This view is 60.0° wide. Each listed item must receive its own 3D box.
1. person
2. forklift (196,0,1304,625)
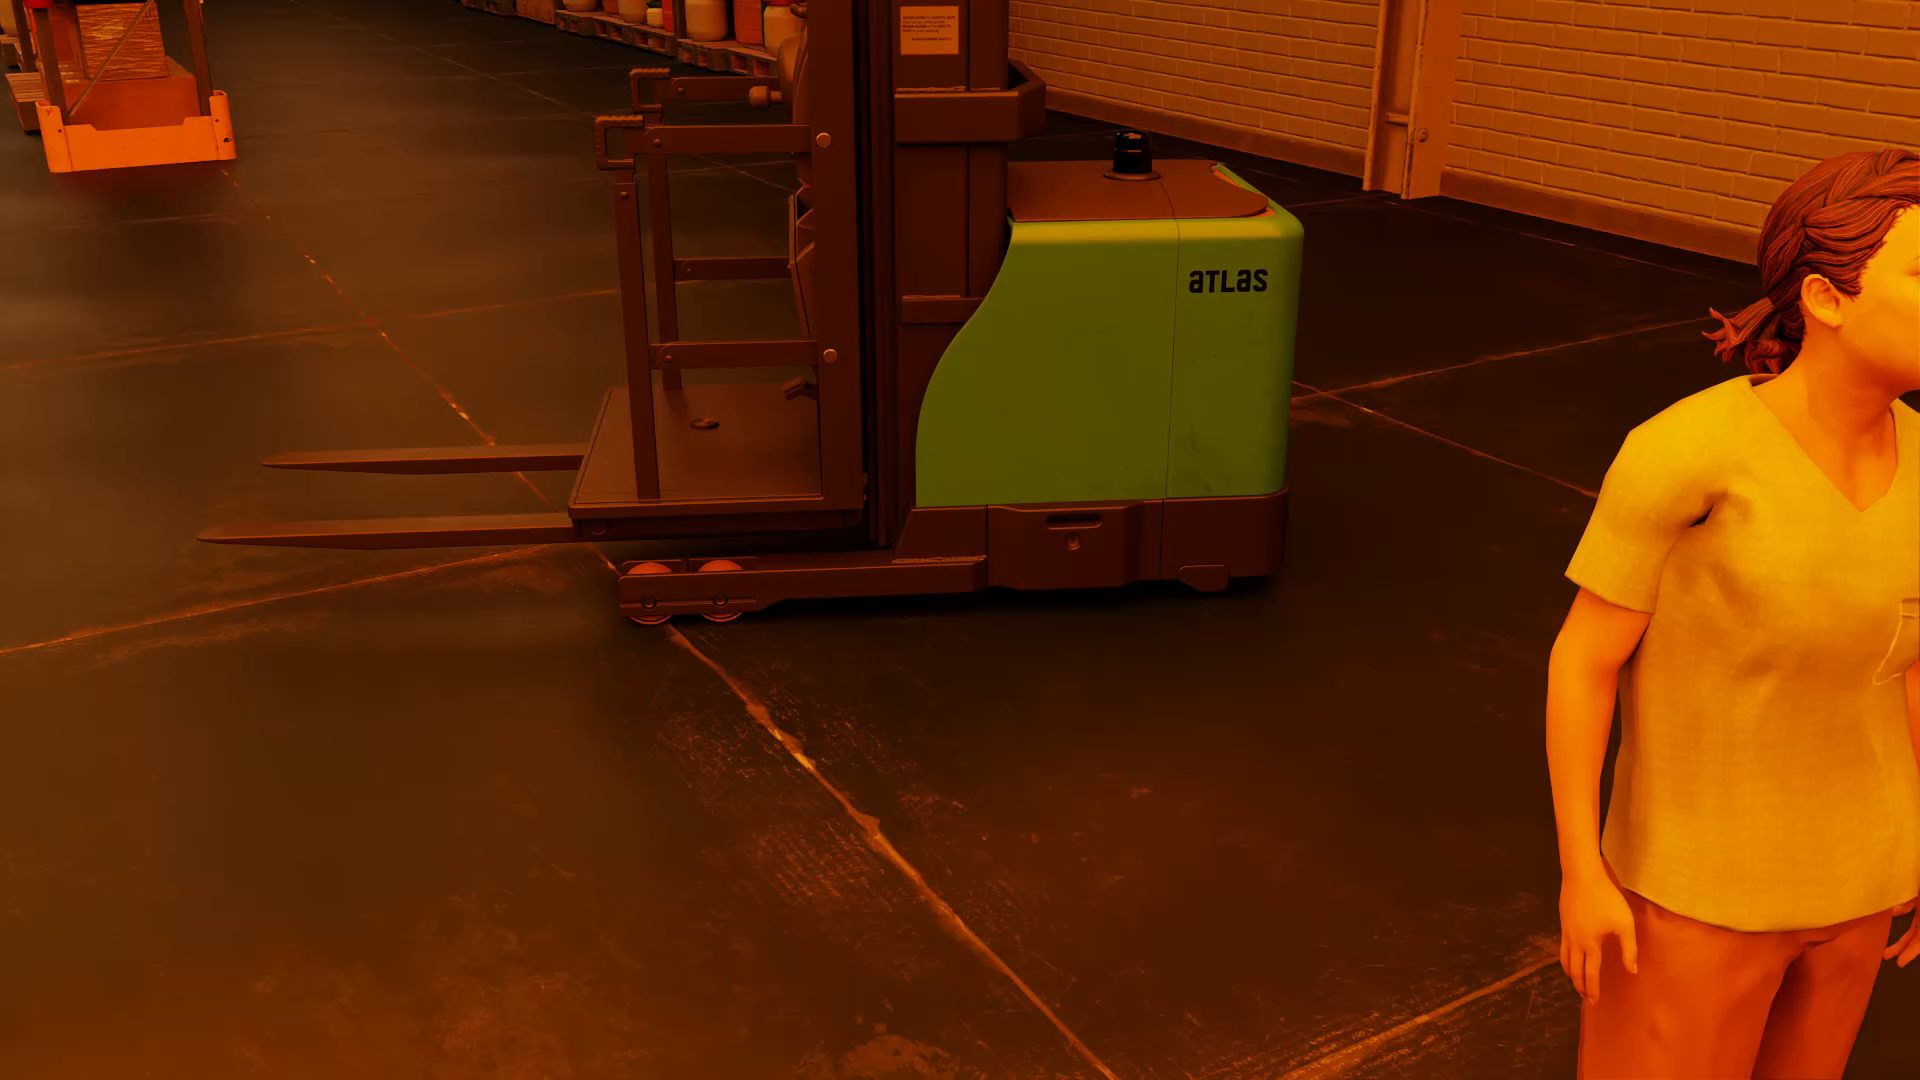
[{"bbox_3d":[0.929,0.426,1.870,0.554,1.673,0.548,-6,23,-14],"label":"person"},{"bbox_3d":[-0.619,-1.334,4.524,3.031,2.935,1.130,-2,22,-5],"label":"forklift"}]
